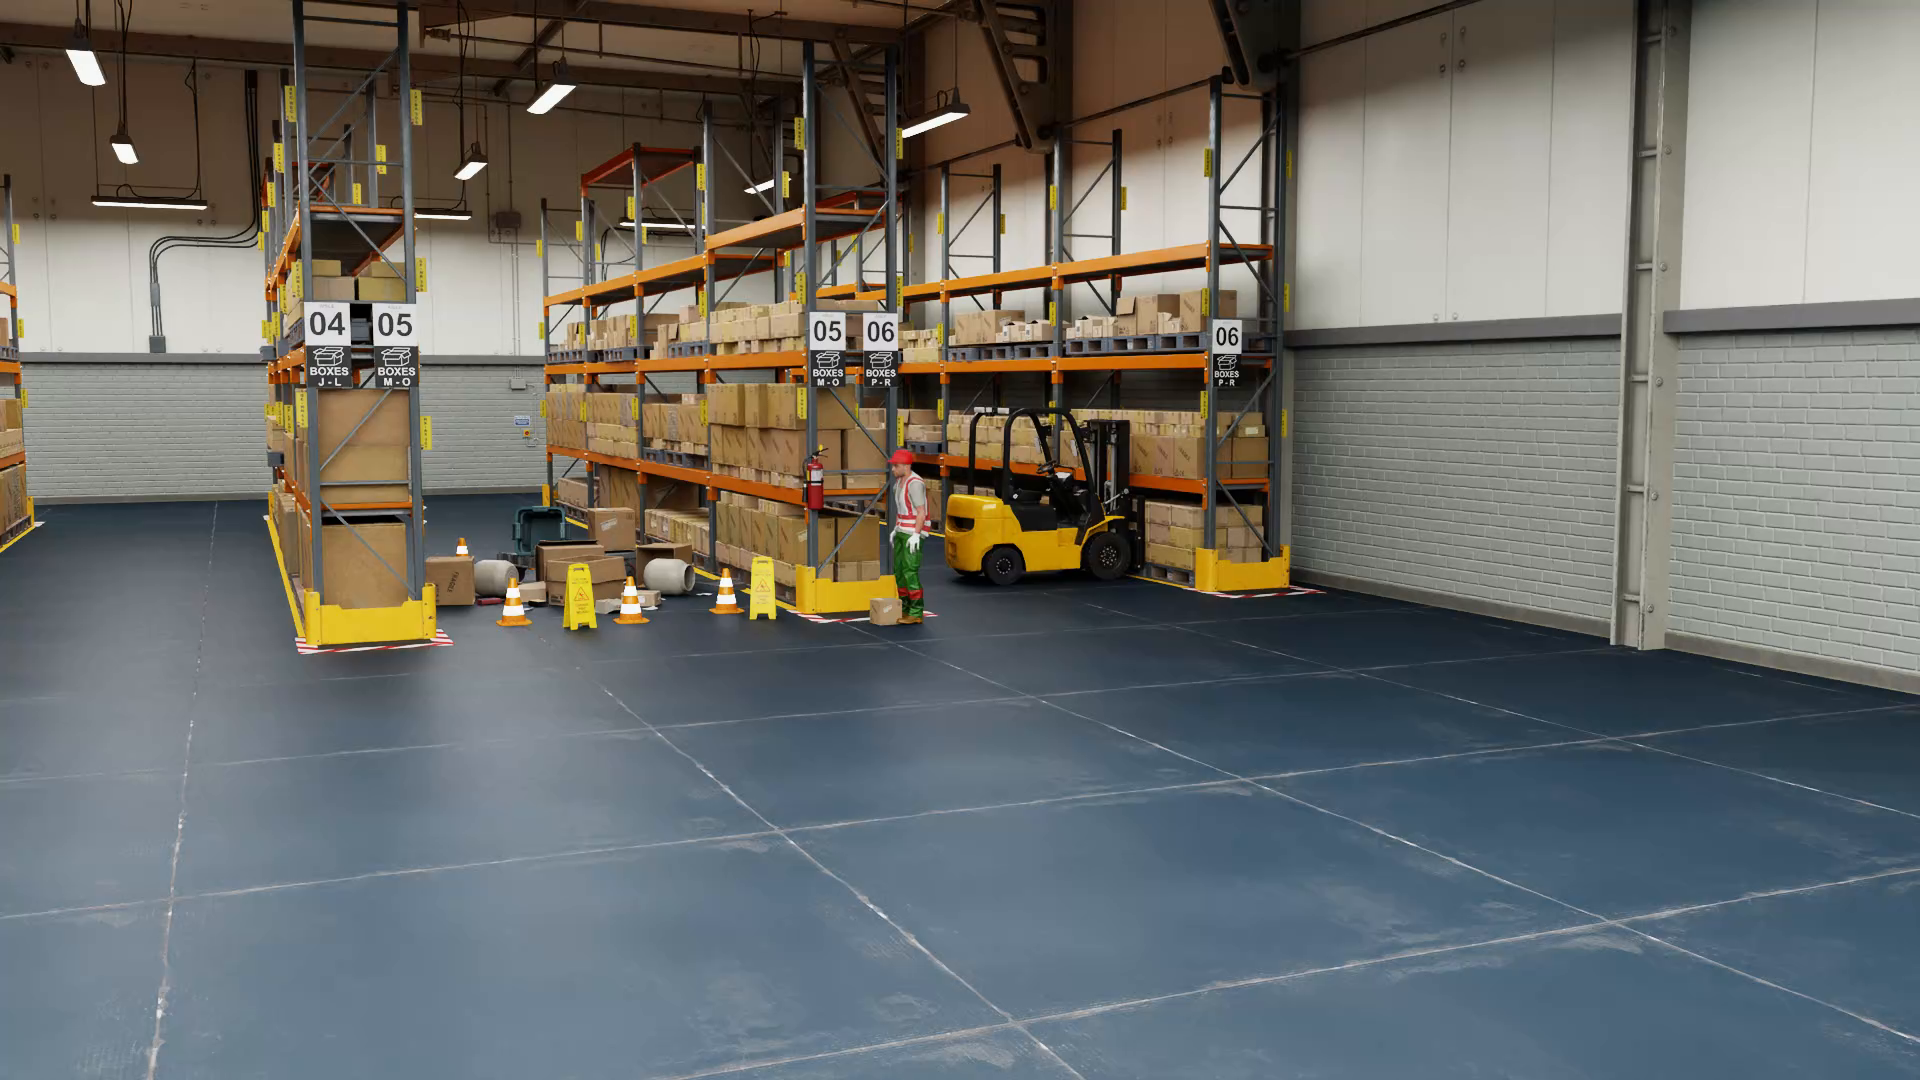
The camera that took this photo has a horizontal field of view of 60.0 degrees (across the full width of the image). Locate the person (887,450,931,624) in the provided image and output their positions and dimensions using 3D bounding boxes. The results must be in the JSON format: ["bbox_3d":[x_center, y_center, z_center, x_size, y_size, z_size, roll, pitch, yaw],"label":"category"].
[{"bbox_3d":[-0.548,-0.040,17.046,0.450,1.778,0.604,-2,6,-25],"label":"person"}]
